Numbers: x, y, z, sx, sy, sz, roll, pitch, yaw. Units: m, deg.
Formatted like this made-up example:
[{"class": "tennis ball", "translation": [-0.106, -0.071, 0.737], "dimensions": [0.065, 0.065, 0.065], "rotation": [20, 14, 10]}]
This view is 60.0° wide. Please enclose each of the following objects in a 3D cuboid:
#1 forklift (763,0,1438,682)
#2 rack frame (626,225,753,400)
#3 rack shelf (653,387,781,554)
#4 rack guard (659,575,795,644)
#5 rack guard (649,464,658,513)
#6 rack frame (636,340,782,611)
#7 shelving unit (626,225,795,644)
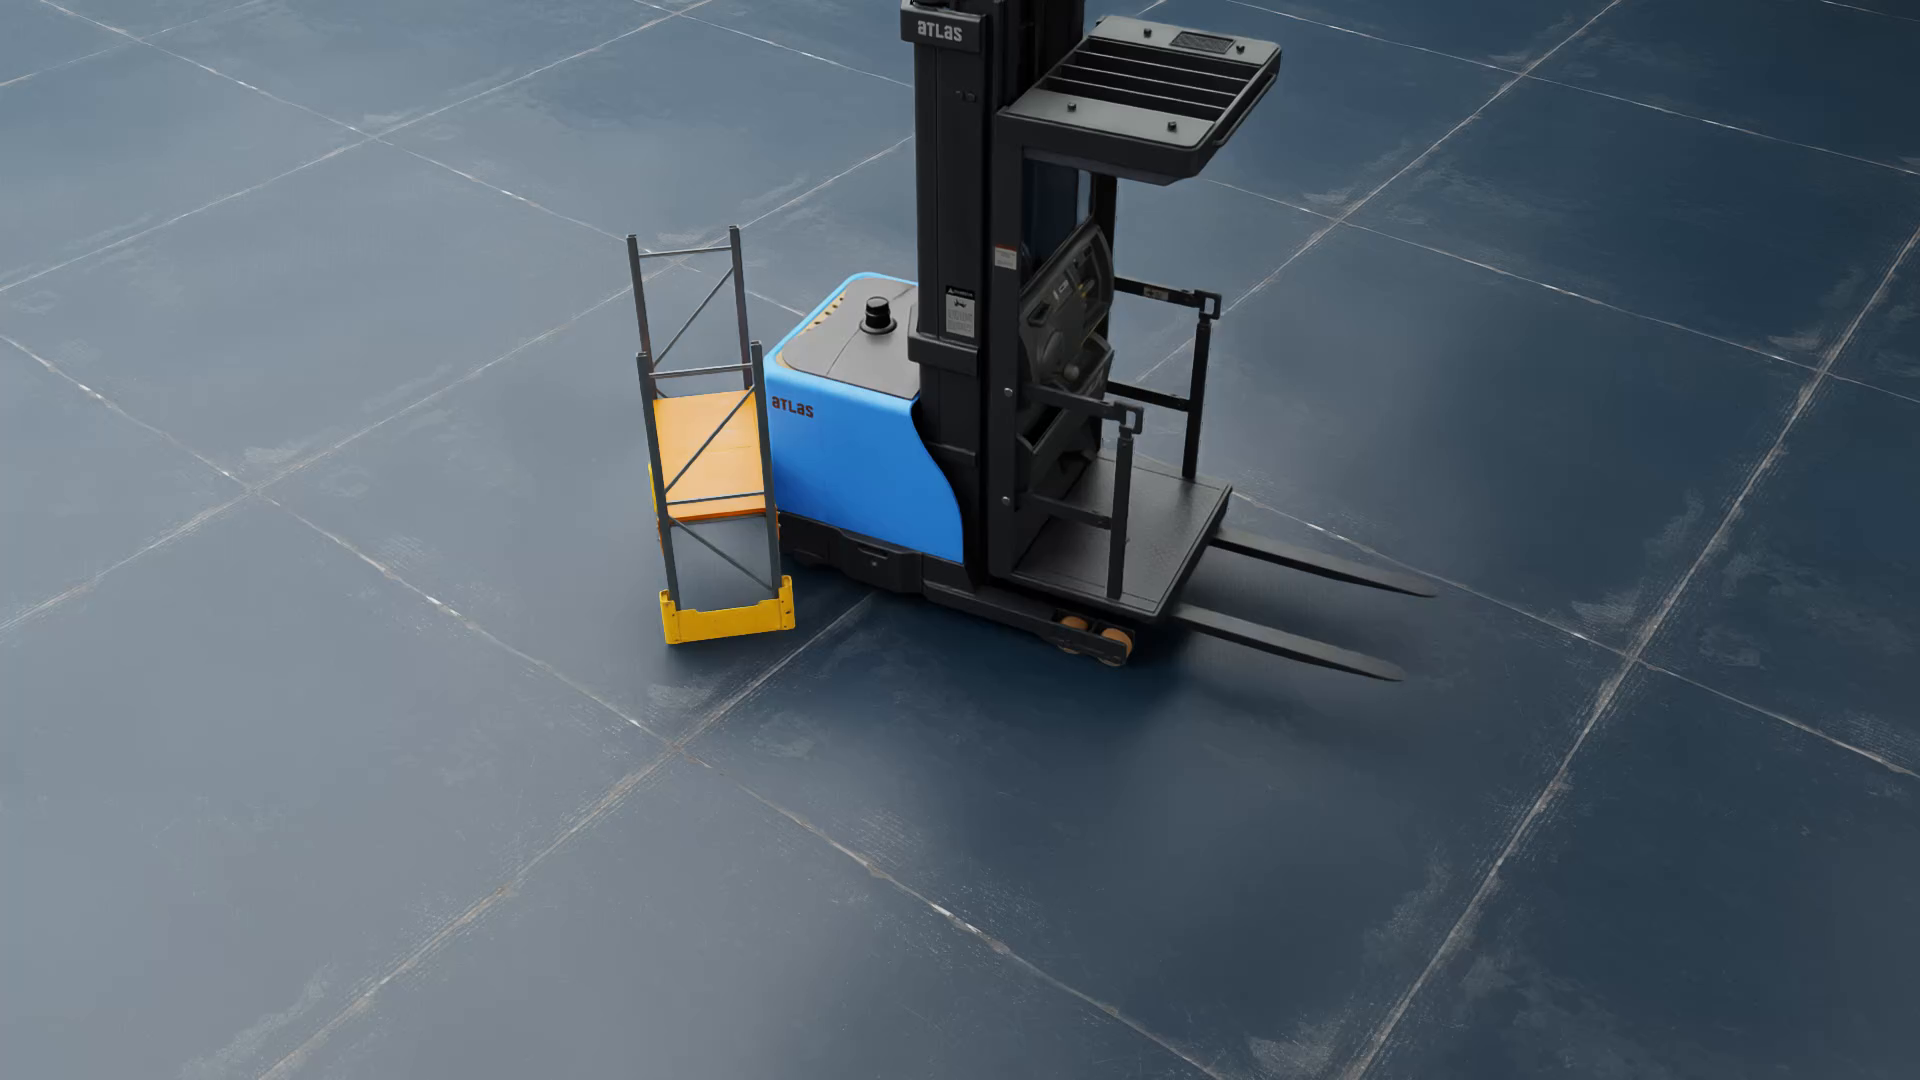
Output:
[{"class": "forklift", "translation": [0.638, -0.969, 6.971], "dimensions": [3.031, 2.935, 1.130], "rotation": [16, 41, 20]}, {"class": "rack frame", "translation": [-1.241, -0.791, 7.905], "dimensions": [0.500, 1.500, 0.032], "rotation": [-7, 39, -9]}, {"class": "rack shelf", "translation": [-1.143, -0.342, 7.623], "dimensions": [0.538, 0.185, 1.000], "rotation": [-7, 39, -9]}, {"class": "rack guard", "translation": [-1.046, 0.315, 7.506], "dimensions": [0.587, 0.250, 0.087], "rotation": [-7, 39, -9]}, {"class": "rack guard", "translation": [-1.237, -0.288, 8.275], "dimensions": [0.587, 0.250, 0.087], "rotation": [-7, 39, -9]}, {"class": "rack frame", "translation": [-1.046, -0.176, 7.119], "dimensions": [0.500, 1.500, 0.032], "rotation": [-7, 39, -9]}, {"class": "shelving unit", "translation": [-1.141, -0.478, 7.505], "dimensions": [0.587, 1.500, 1.083], "rotation": [-7, 39, -9]}]
